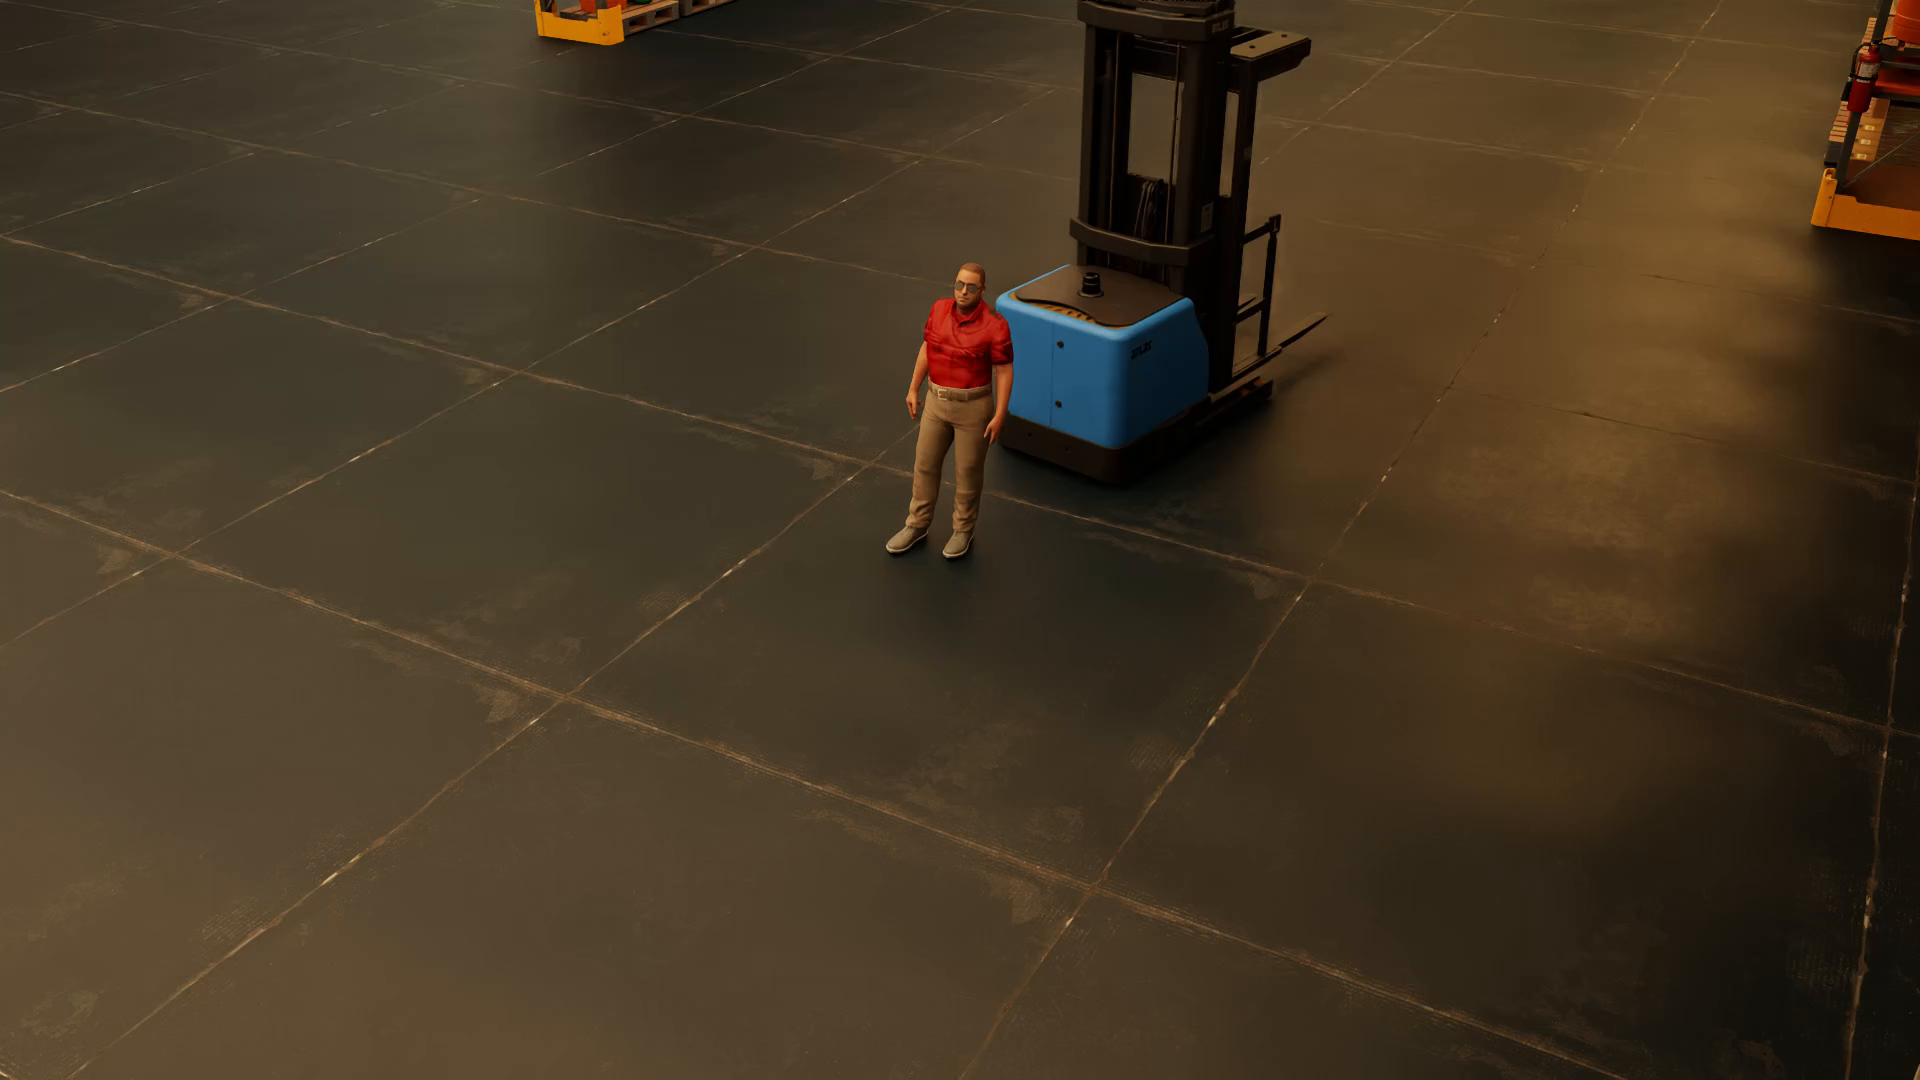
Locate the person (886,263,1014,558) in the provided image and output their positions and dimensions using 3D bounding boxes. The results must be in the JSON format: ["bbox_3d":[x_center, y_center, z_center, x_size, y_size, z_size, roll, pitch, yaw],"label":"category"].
[{"bbox_3d":[-0.053,-0.719,9.503,0.641,1.727,0.550,15,33,25],"label":"person"}]

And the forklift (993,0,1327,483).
[{"bbox_3d":[1.538,-2.296,11.049,1.130,2.935,3.031,23,37,34],"label":"forklift"}]
